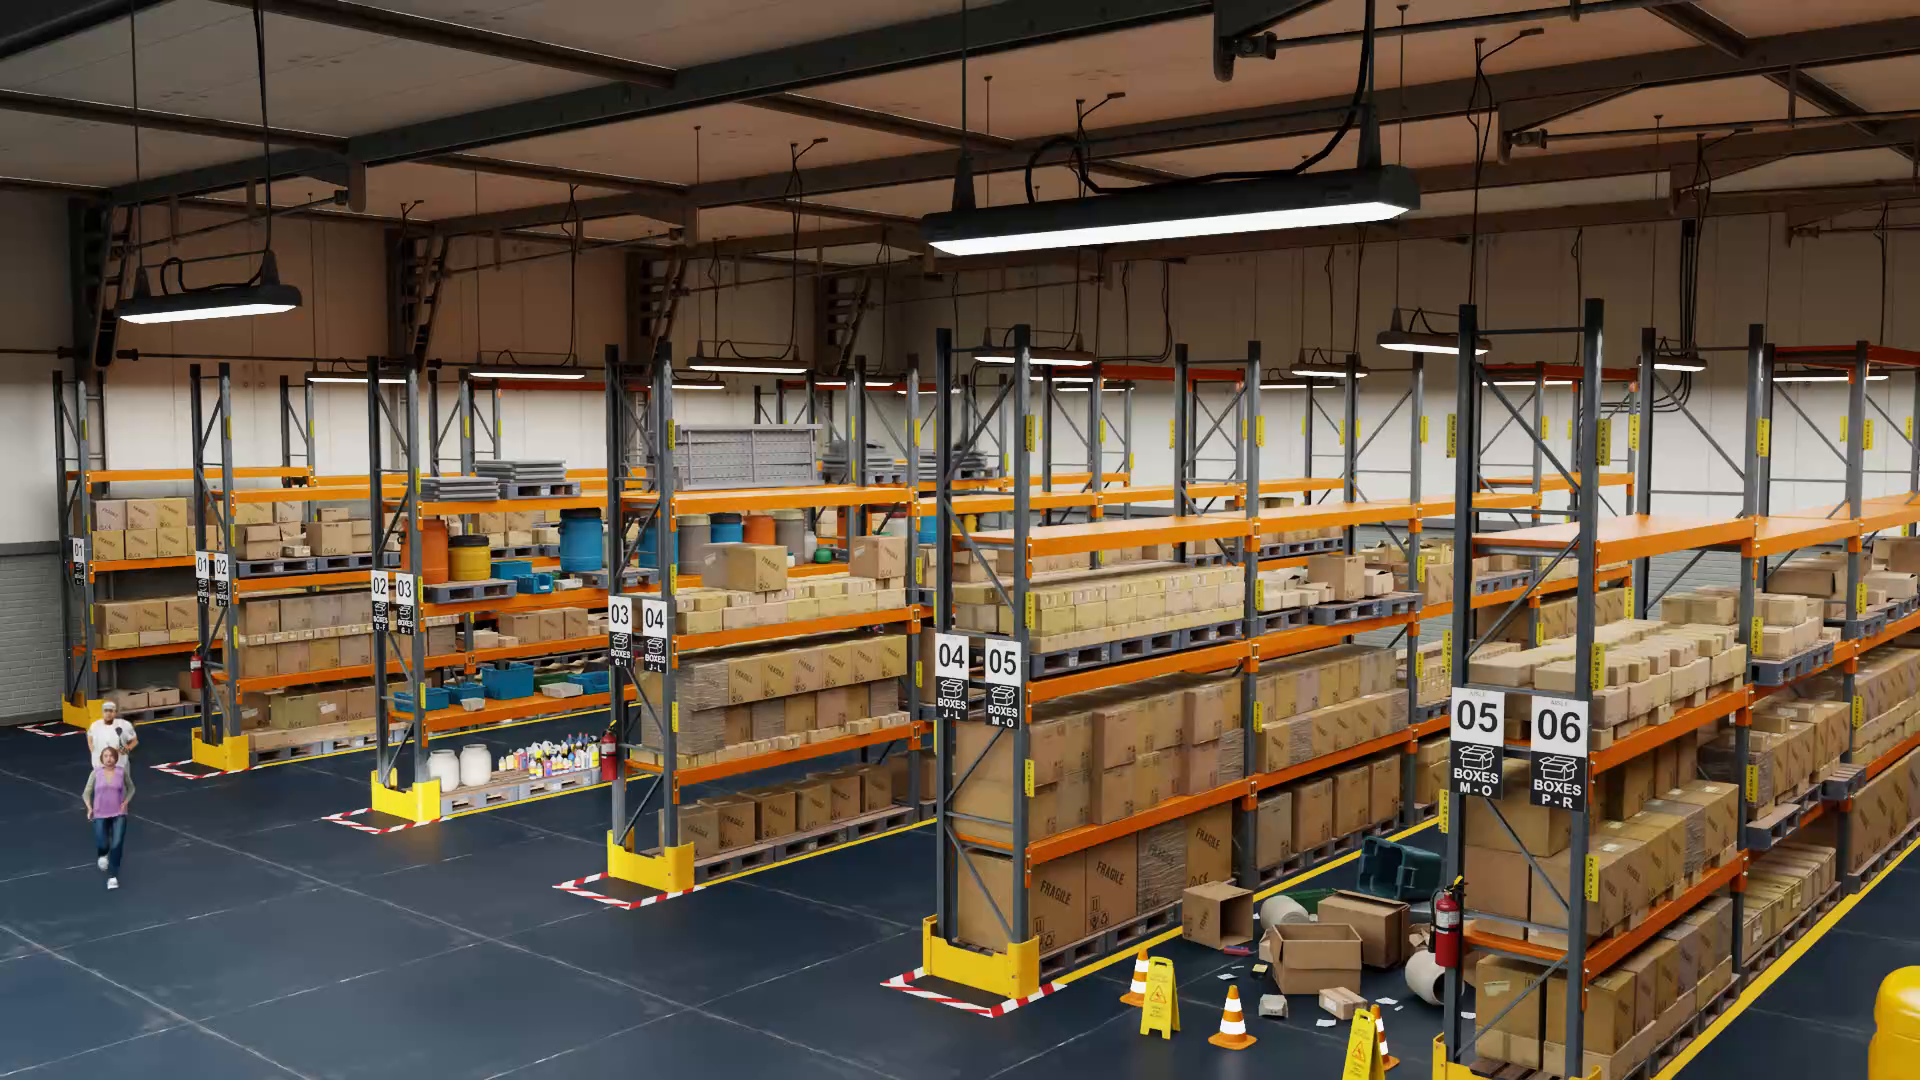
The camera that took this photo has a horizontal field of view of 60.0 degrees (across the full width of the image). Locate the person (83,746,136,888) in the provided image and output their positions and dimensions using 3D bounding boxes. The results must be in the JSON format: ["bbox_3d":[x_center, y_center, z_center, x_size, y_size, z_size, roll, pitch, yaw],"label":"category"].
[{"bbox_3d":[-9.434,3.059,18.458,0.527,1.542,0.555,-2,5,-28],"label":"person"}]

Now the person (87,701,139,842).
[{"bbox_3d":[-10.605,2.847,20.841,0.574,1.686,1.086,-2,5,-27],"label":"person"}]
